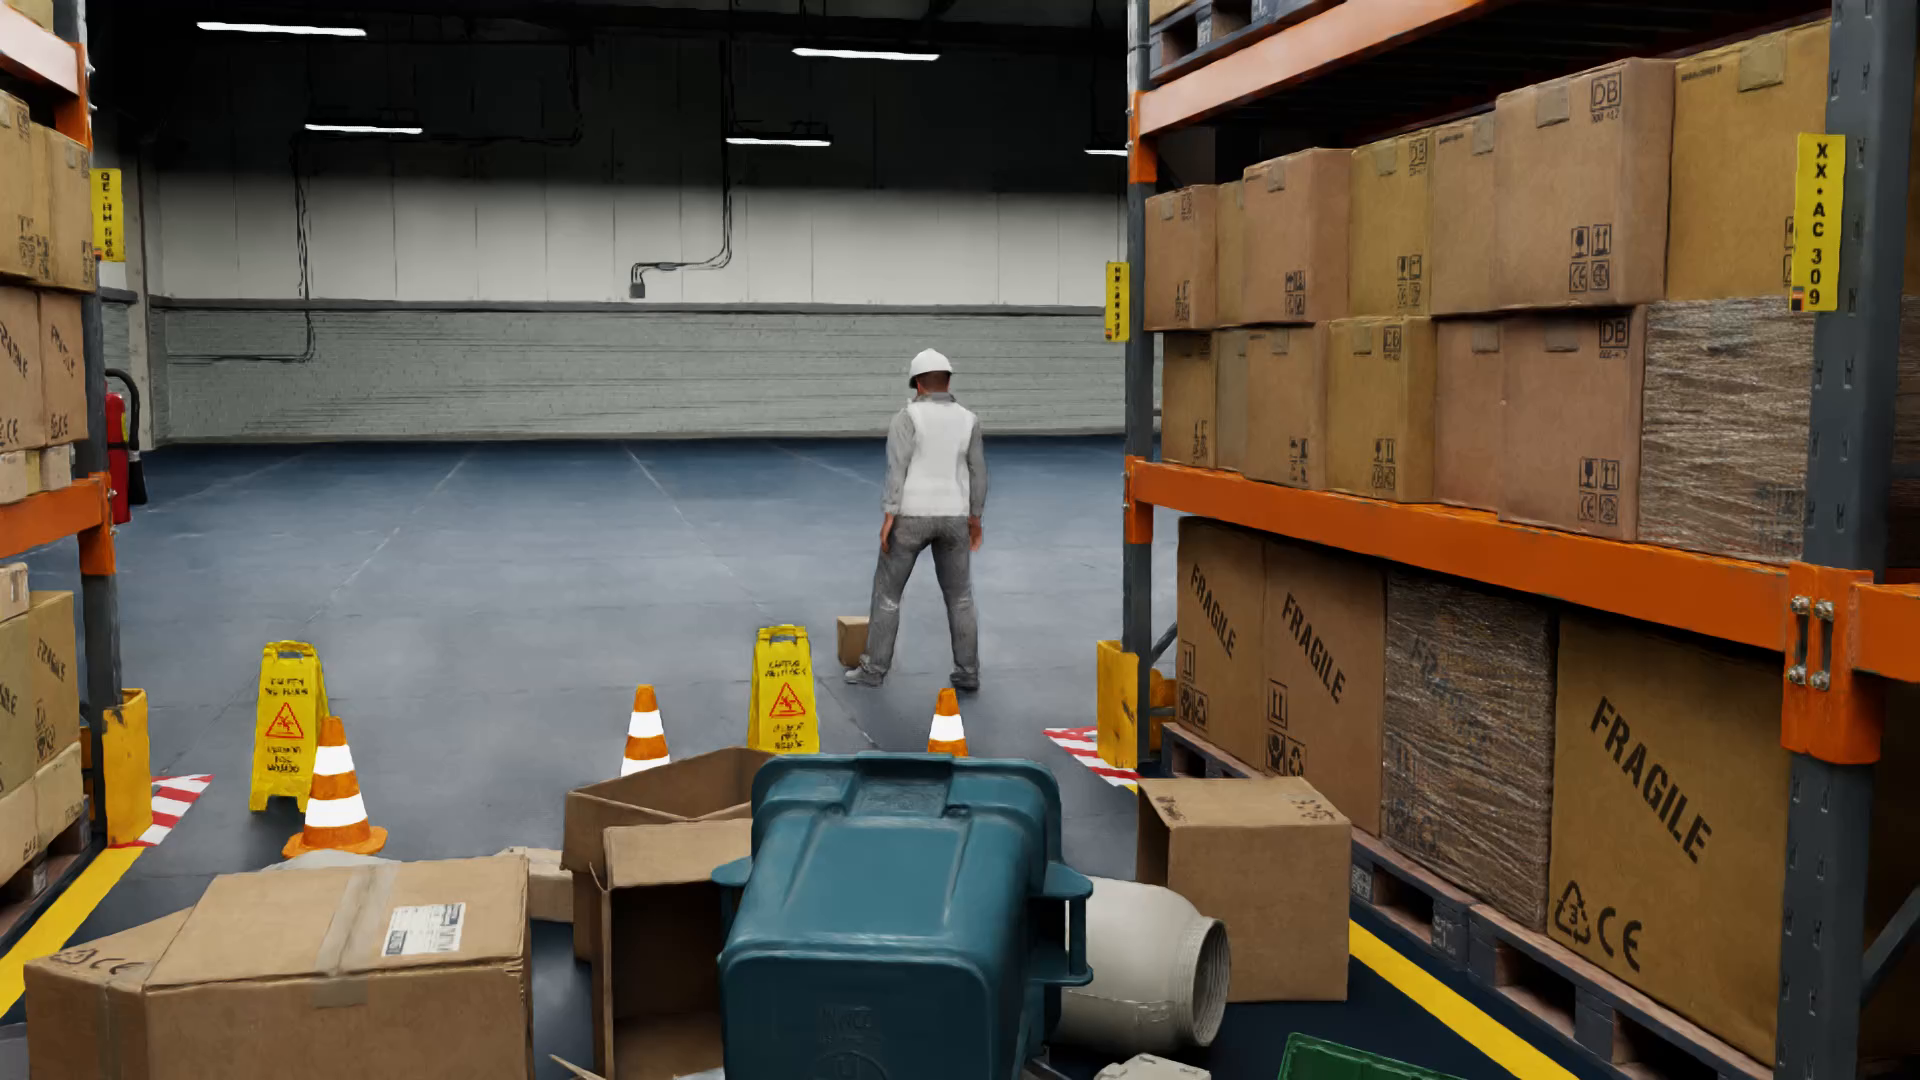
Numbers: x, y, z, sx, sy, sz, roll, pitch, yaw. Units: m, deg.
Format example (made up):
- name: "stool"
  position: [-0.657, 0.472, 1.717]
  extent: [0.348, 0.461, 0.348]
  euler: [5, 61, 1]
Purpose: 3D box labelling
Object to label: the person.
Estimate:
- name: "person"
  position: [-0.224, -0.109, 8.681]
  extent: [0.701, 1.765, 0.469]
  euler: [-3, 7, -25]
